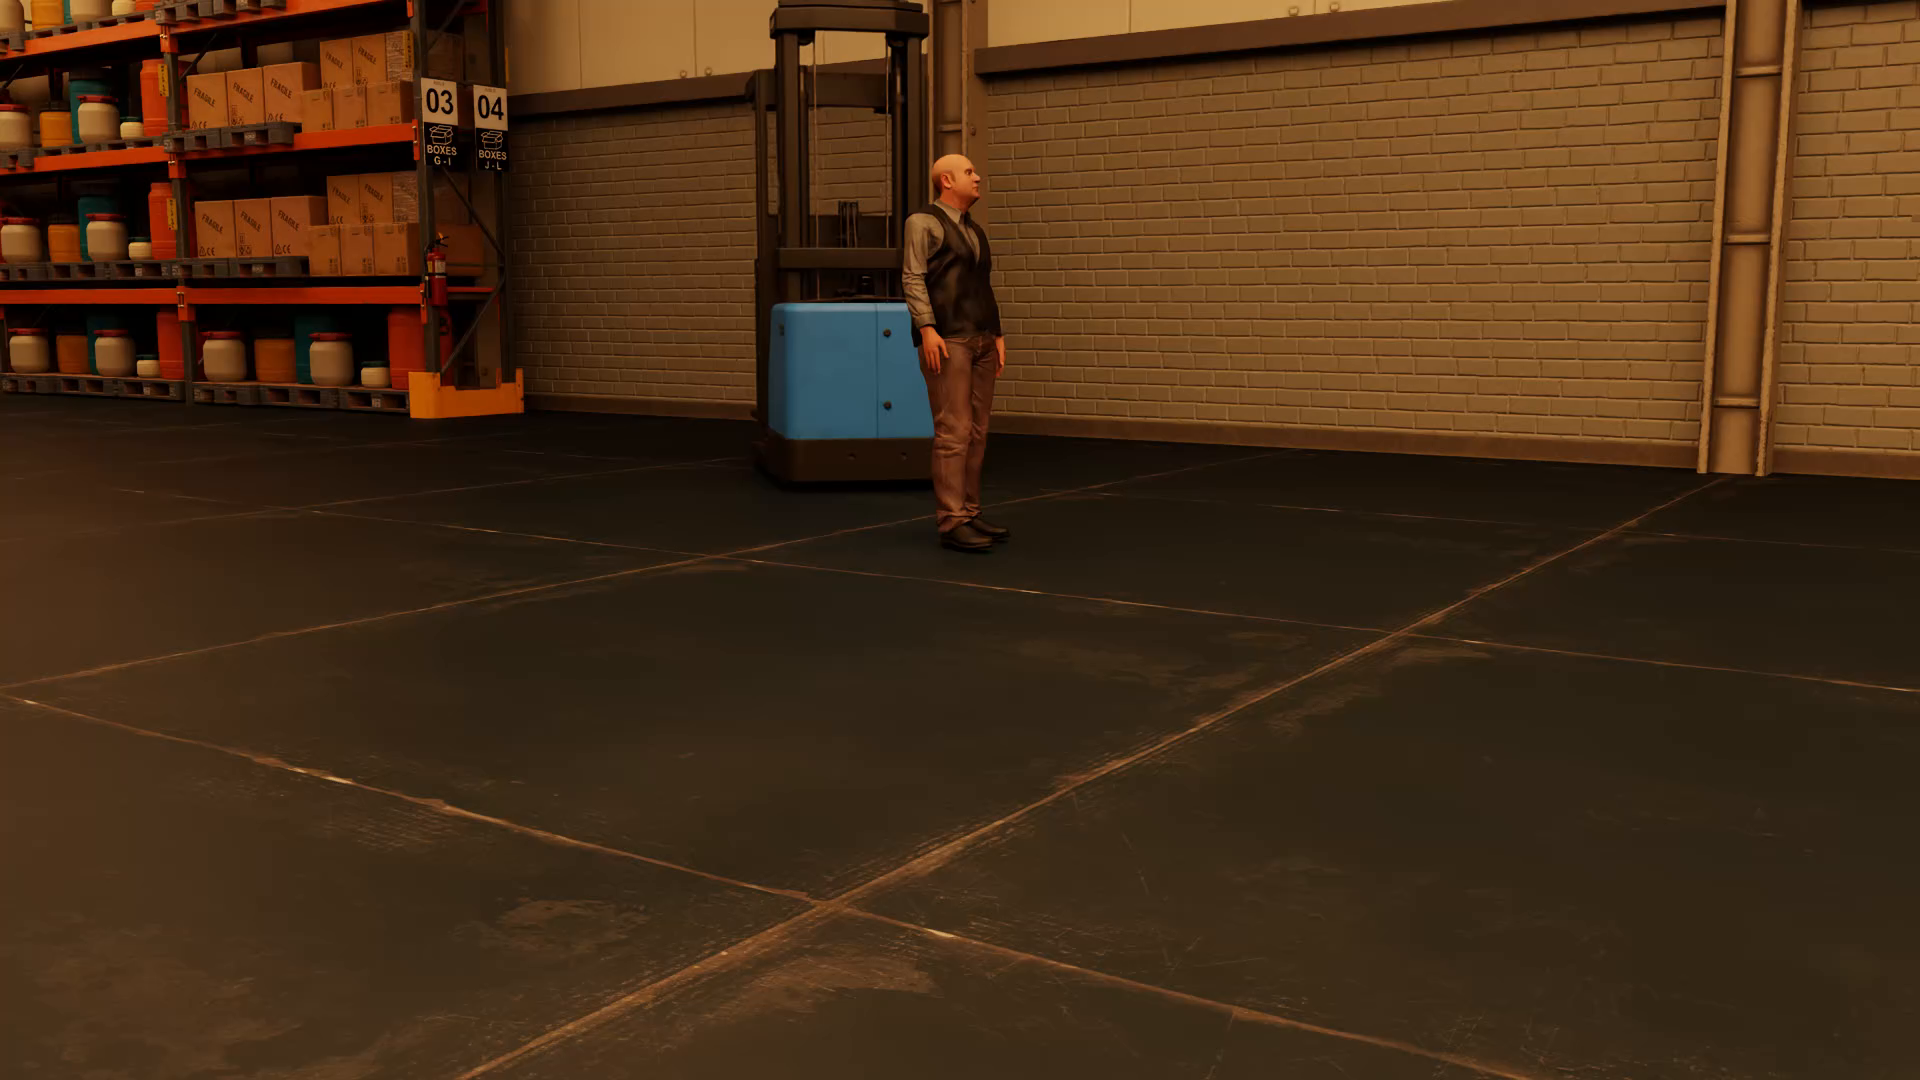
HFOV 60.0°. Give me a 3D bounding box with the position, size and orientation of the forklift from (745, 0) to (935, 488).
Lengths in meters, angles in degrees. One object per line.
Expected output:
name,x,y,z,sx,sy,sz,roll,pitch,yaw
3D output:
forklift,-0.790,-1.928,10.751,1.130,2.935,3.031,-2,8,-12

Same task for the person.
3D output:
person,0.055,-0.853,7.437,0.551,1.722,0.633,5,10,34
